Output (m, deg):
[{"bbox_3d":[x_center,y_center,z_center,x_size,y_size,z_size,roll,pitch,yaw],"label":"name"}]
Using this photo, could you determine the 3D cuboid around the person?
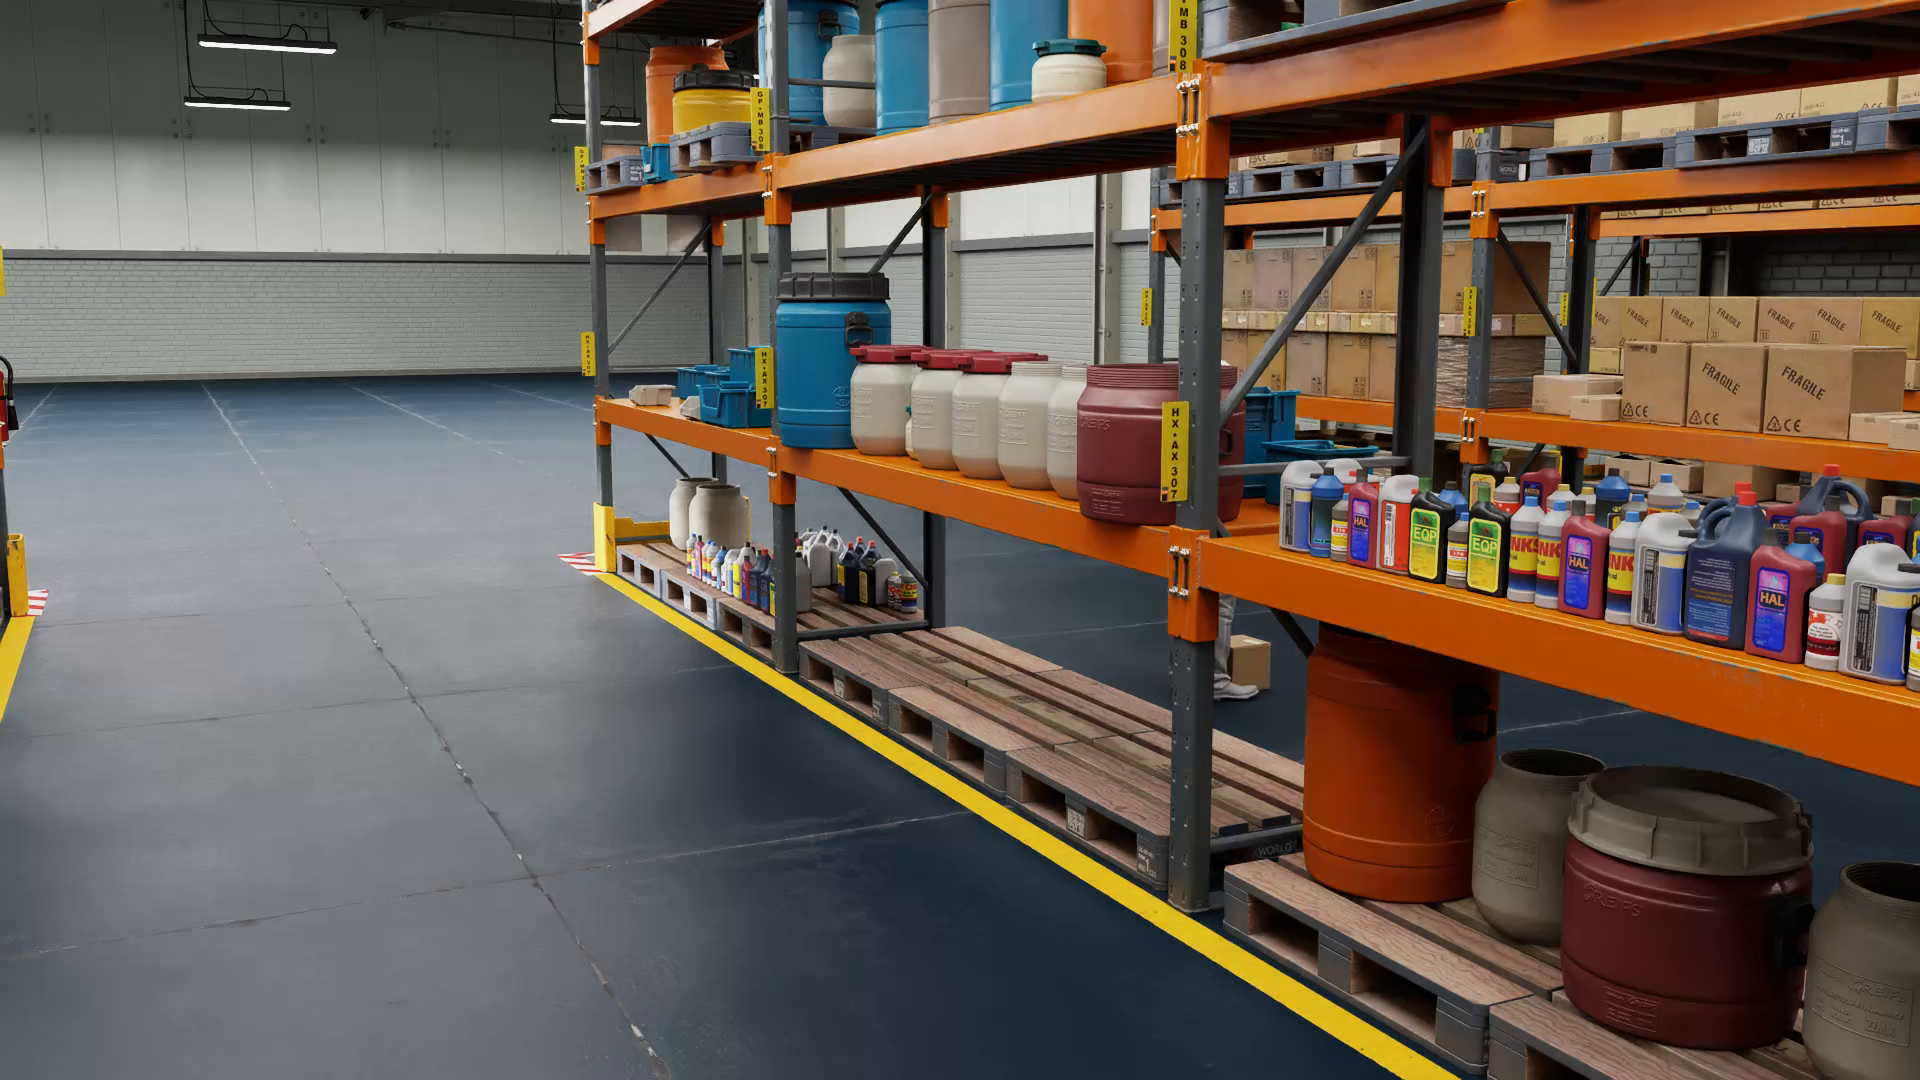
[{"bbox_3d":[1.288,-0.066,8.726,0.455,1.760,0.635,-5,10,-29],"label":"person"}]
